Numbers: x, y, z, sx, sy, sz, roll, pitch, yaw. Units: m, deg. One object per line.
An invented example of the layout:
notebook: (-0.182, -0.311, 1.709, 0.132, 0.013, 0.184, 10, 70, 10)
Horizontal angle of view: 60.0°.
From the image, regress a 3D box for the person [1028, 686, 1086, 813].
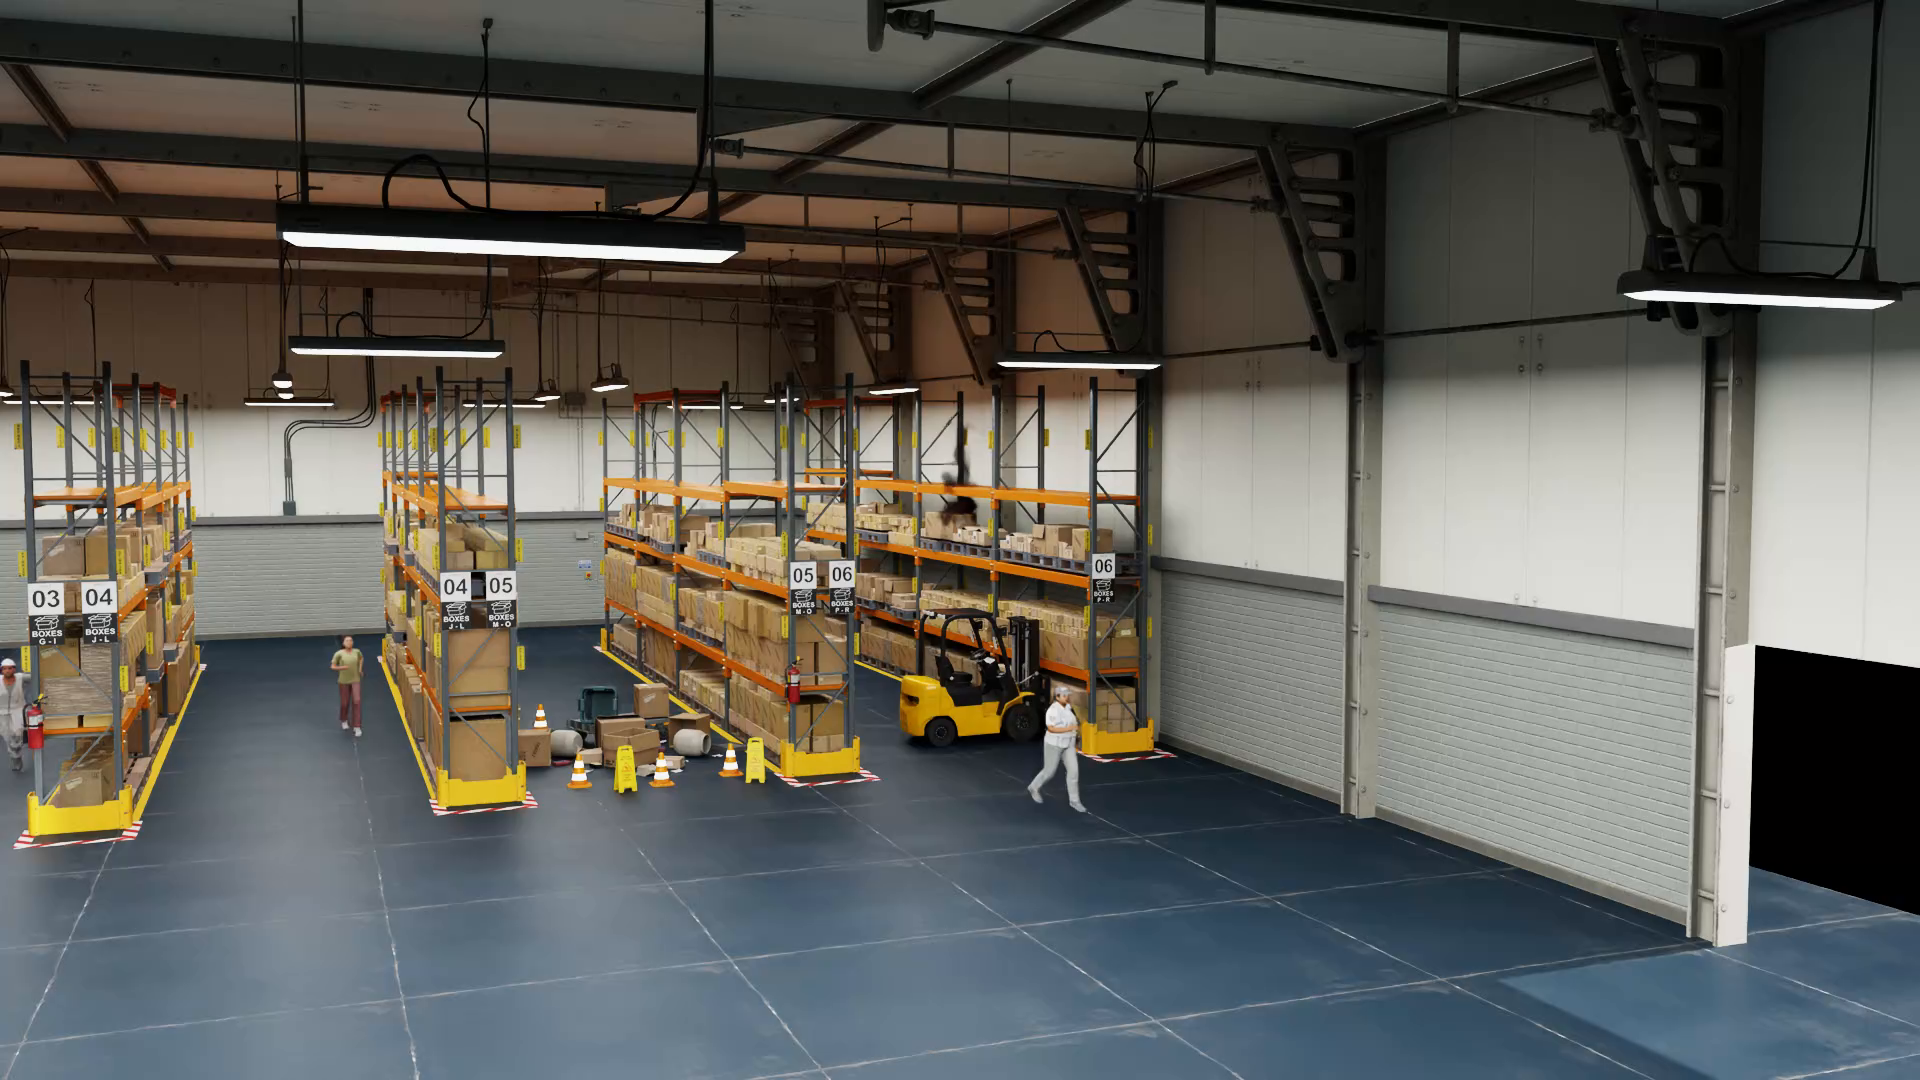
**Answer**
person: (1.327, 2.795, 22.486, 0.933, 1.669, 0.598, 3, 5, 45)

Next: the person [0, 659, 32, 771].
person: (-14.231, 2.613, 24.959, 0.639, 1.711, 0.904, -1, 4, -19)

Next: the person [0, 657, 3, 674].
person: (-20.739, 2.083, 35.421, 0.917, 1.588, 0.693, 1, 4, 23)

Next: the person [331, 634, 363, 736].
person: (-10.392, 2.443, 28.270, 0.569, 1.688, 0.904, -2, 4, -32)
